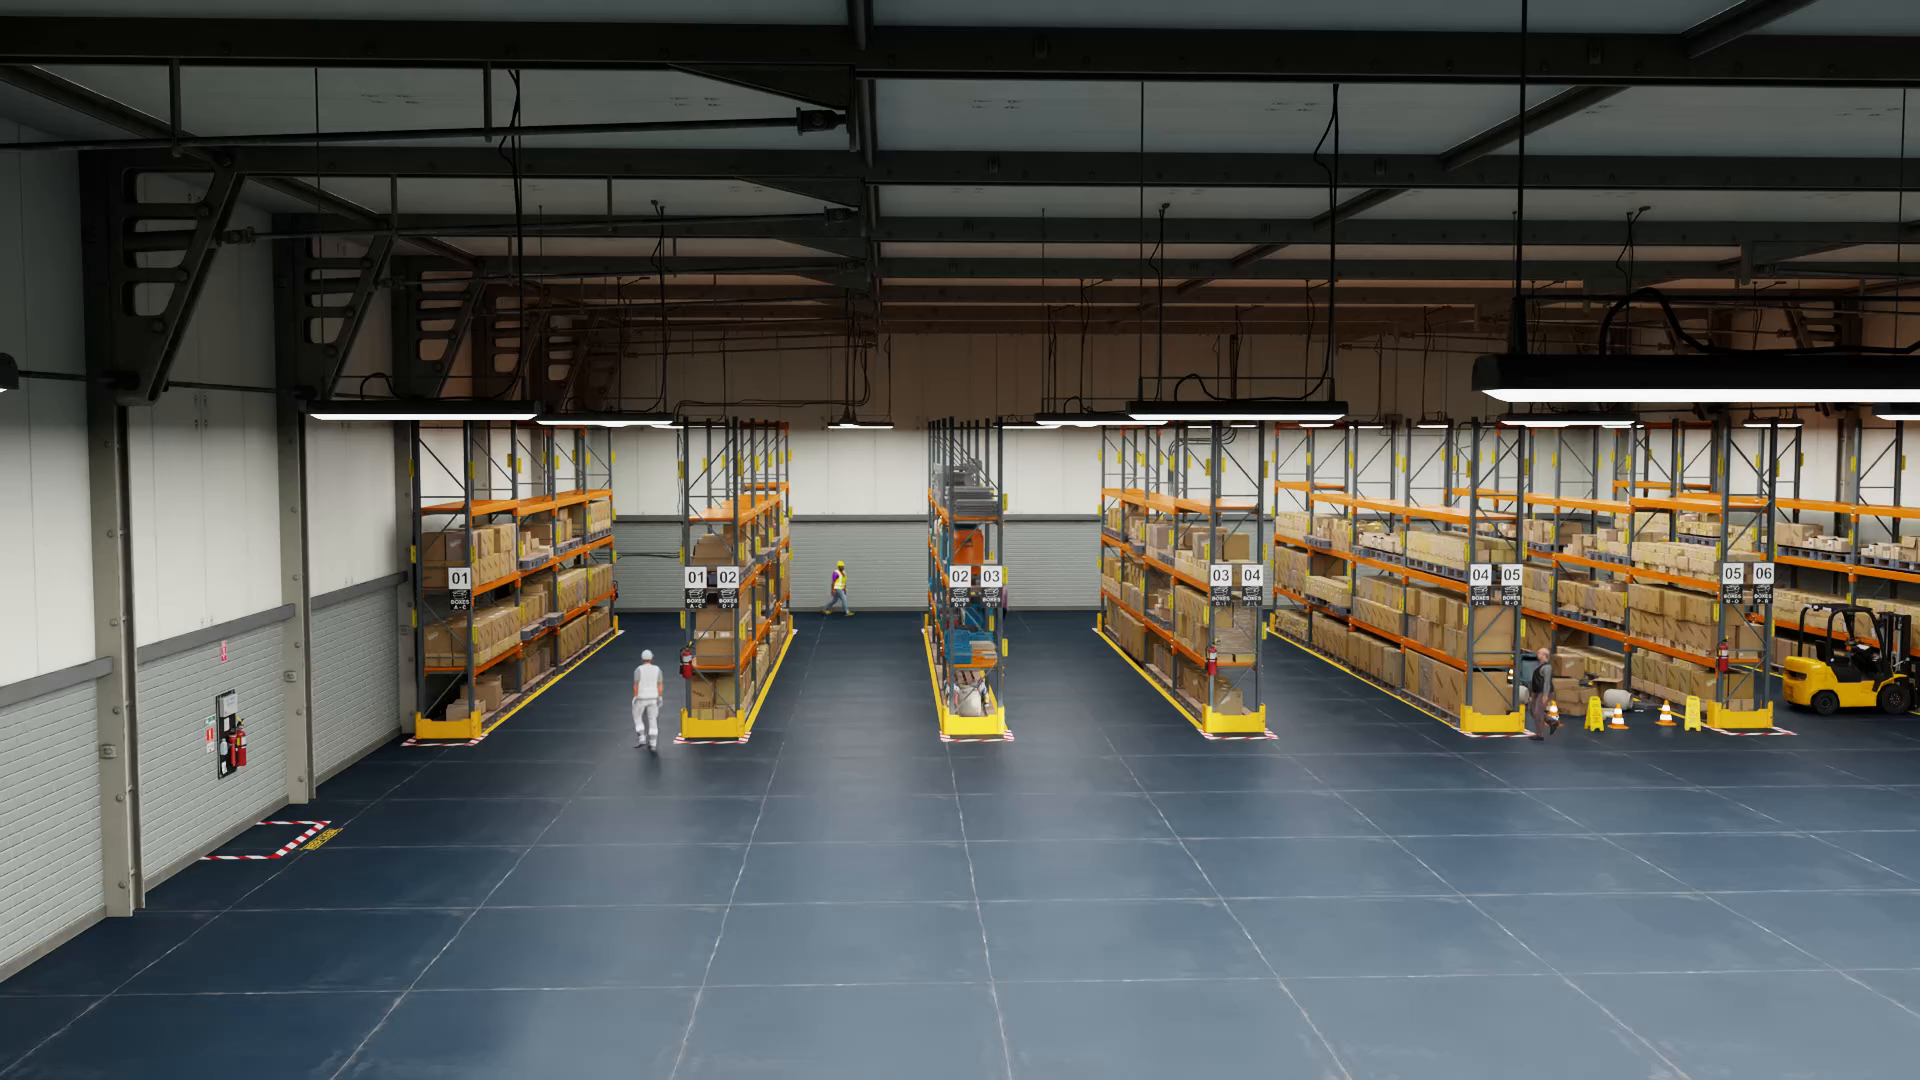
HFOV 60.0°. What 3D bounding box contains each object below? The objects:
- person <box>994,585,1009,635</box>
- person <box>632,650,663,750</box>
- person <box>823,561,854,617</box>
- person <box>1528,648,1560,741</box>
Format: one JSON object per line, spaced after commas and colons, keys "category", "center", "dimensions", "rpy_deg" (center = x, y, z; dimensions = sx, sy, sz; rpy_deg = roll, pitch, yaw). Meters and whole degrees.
{"category": "person", "center": [1.166, 1.877, 46.794], "dimensions": [0.418, 1.538, 0.972], "rpy_deg": [-1, 4, -8]}
{"category": "person", "center": [-5.629, 2.876, 29.912], "dimensions": [0.597, 1.786, 0.542], "rpy_deg": [-2, 4, -32]}
{"category": "person", "center": [-3.751, 1.512, 51.584], "dimensions": [1.125, 1.710, 0.542], "rpy_deg": [1, 4, 15]}
{"category": "person", "center": [10.825, 2.848, 30.741], "dimensions": [0.664, 1.711, 0.538], "rpy_deg": [0, 4, -4]}
